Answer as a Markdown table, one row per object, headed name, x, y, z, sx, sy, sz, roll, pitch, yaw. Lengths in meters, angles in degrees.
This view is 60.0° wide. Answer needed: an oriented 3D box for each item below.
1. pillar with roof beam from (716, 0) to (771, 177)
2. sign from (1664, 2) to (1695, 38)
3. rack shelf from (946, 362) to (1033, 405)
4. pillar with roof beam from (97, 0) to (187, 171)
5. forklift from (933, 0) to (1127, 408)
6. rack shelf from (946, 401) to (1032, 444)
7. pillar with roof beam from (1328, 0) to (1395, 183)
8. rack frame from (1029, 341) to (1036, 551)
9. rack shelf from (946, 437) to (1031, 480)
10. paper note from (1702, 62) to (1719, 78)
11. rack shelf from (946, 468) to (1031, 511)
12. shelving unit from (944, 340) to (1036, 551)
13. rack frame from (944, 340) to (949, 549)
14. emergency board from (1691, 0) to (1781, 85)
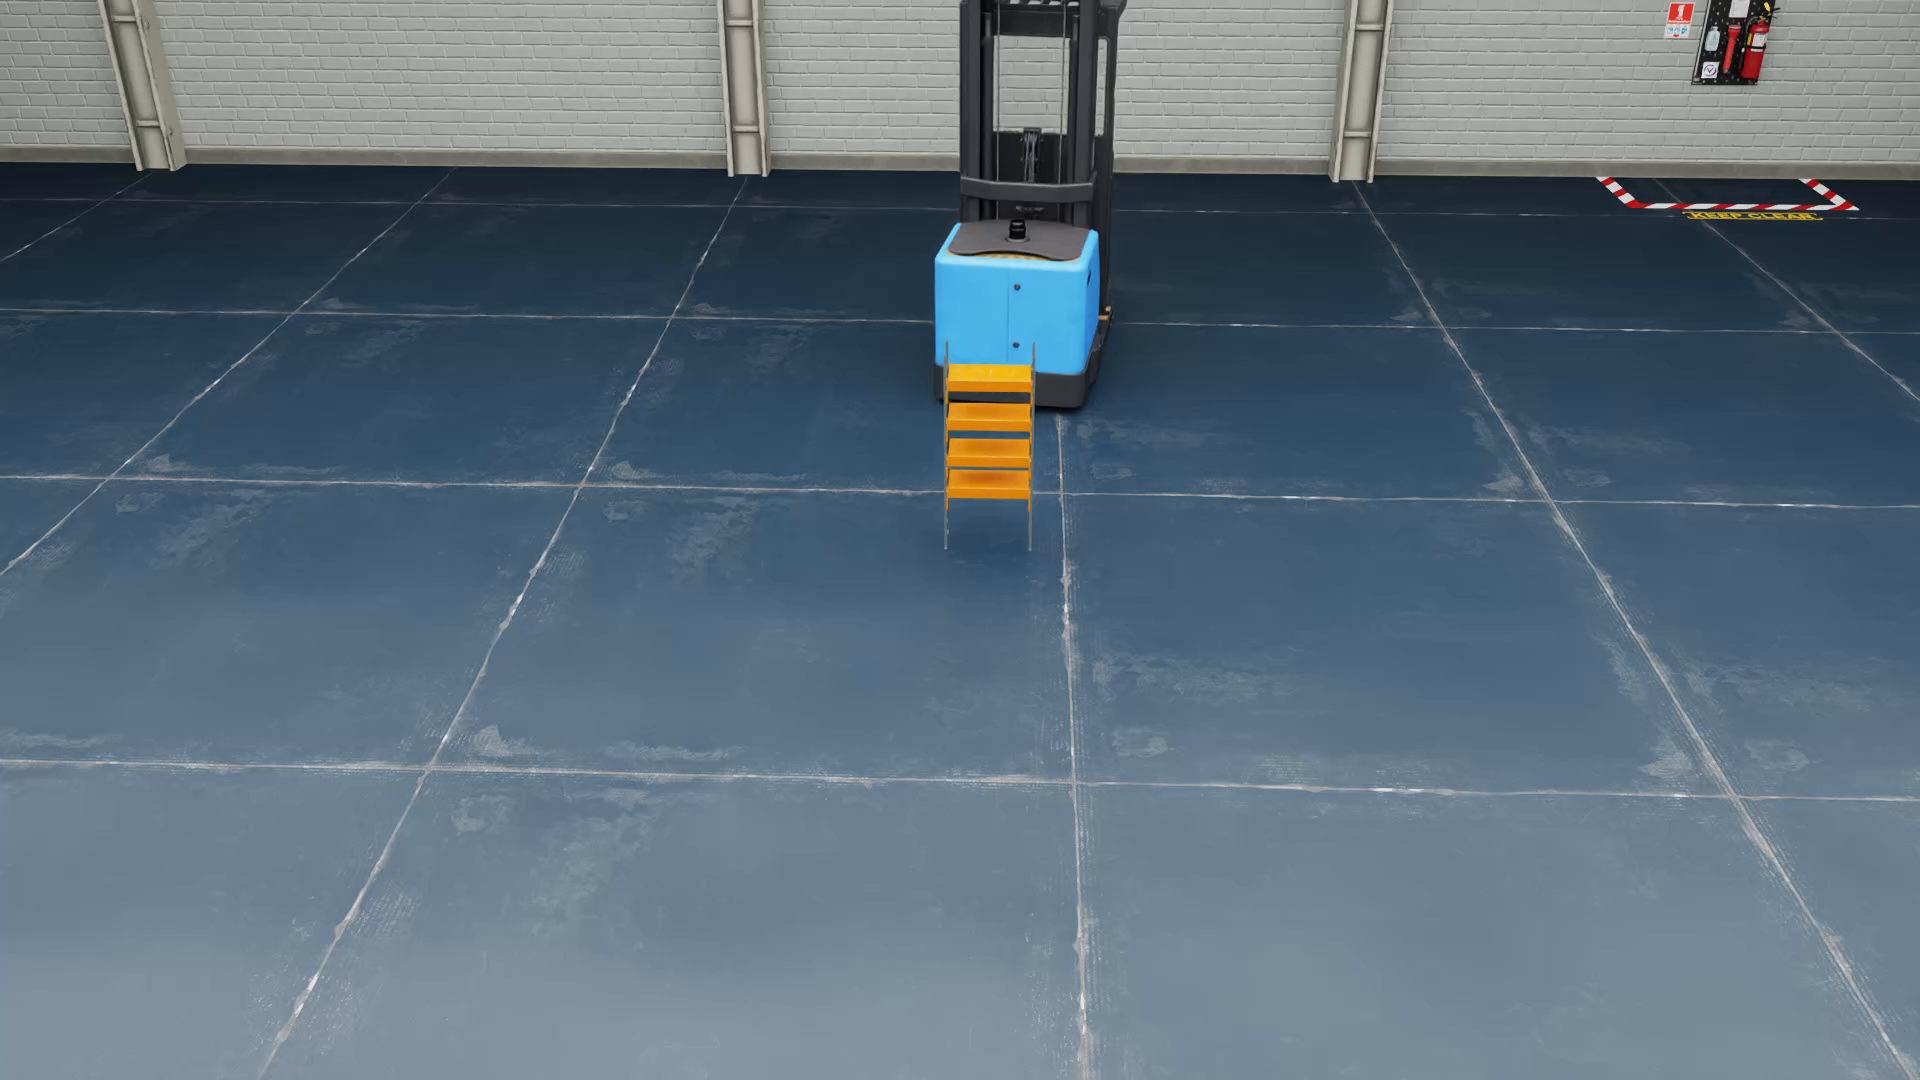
| name | x | y | z | sx | sy | sz | roll | pitch | yaw |
| --- | --- | --- | --- | --- | --- | --- | --- | --- | --- |
| pillar with roof beam | -2.266 | -5.661 | 10.821 | 0.400 | 9.000 | 9.100 | 1 | 28 | 2 |
| sign | 6.861 | -4.959 | 15.864 | 0.234 | 0.329 | 0.001 | 1 | 28 | 2 |
| rack shelf | 0.165 | -0.875 | 9.280 | 0.480 | 0.148 | 0.258 | 1 | 28 | 2 |
| pillar with roof beam | -8.262 | -5.760 | 11.008 | 0.400 | 9.000 | 9.100 | 1 | 28 | 2 |
| forklift | 0.582 | -2.863 | 12.021 | 1.130 | 2.935 | 3.031 | 5 | 28 | 9 |
| rack shelf | 0.165 | -0.666 | 9.391 | 0.480 | 0.148 | 0.258 | 1 | 28 | 2 |
| pillar with roof beam | 3.730 | -5.562 | 10.634 | 0.400 | 9.000 | 9.100 | 1 | 28 | 2 |
| rack frame | 0.409 | -0.523 | 9.456 | 0.015 | 1.200 | 0.240 | 1 | 28 | 2 |
| rack shelf | 0.165 | -0.468 | 9.495 | 0.480 | 0.148 | 0.258 | 1 | 28 | 2 |
| paper note | 7.236 | -4.532 | 16.037 | 0.142 | 0.148 | 0.016 | 1 | 28 | 2 |
| rack shelf | 0.165 | -0.293 | 9.588 | 0.480 | 0.148 | 0.258 | 1 | 28 | 2 |
| shelving unit | 0.165 | -0.527 | 9.464 | 0.503 | 1.200 | 0.258 | 1 | 28 | 2 |
| rack frame | -0.078 | -0.531 | 9.471 | 0.015 | 1.200 | 0.240 | 1 | 28 | 2 |
| emergency board | 7.410 | -4.886 | 15.764 | 0.643 | 1.169 | 0.194 | 1 | 28 | 2 |
